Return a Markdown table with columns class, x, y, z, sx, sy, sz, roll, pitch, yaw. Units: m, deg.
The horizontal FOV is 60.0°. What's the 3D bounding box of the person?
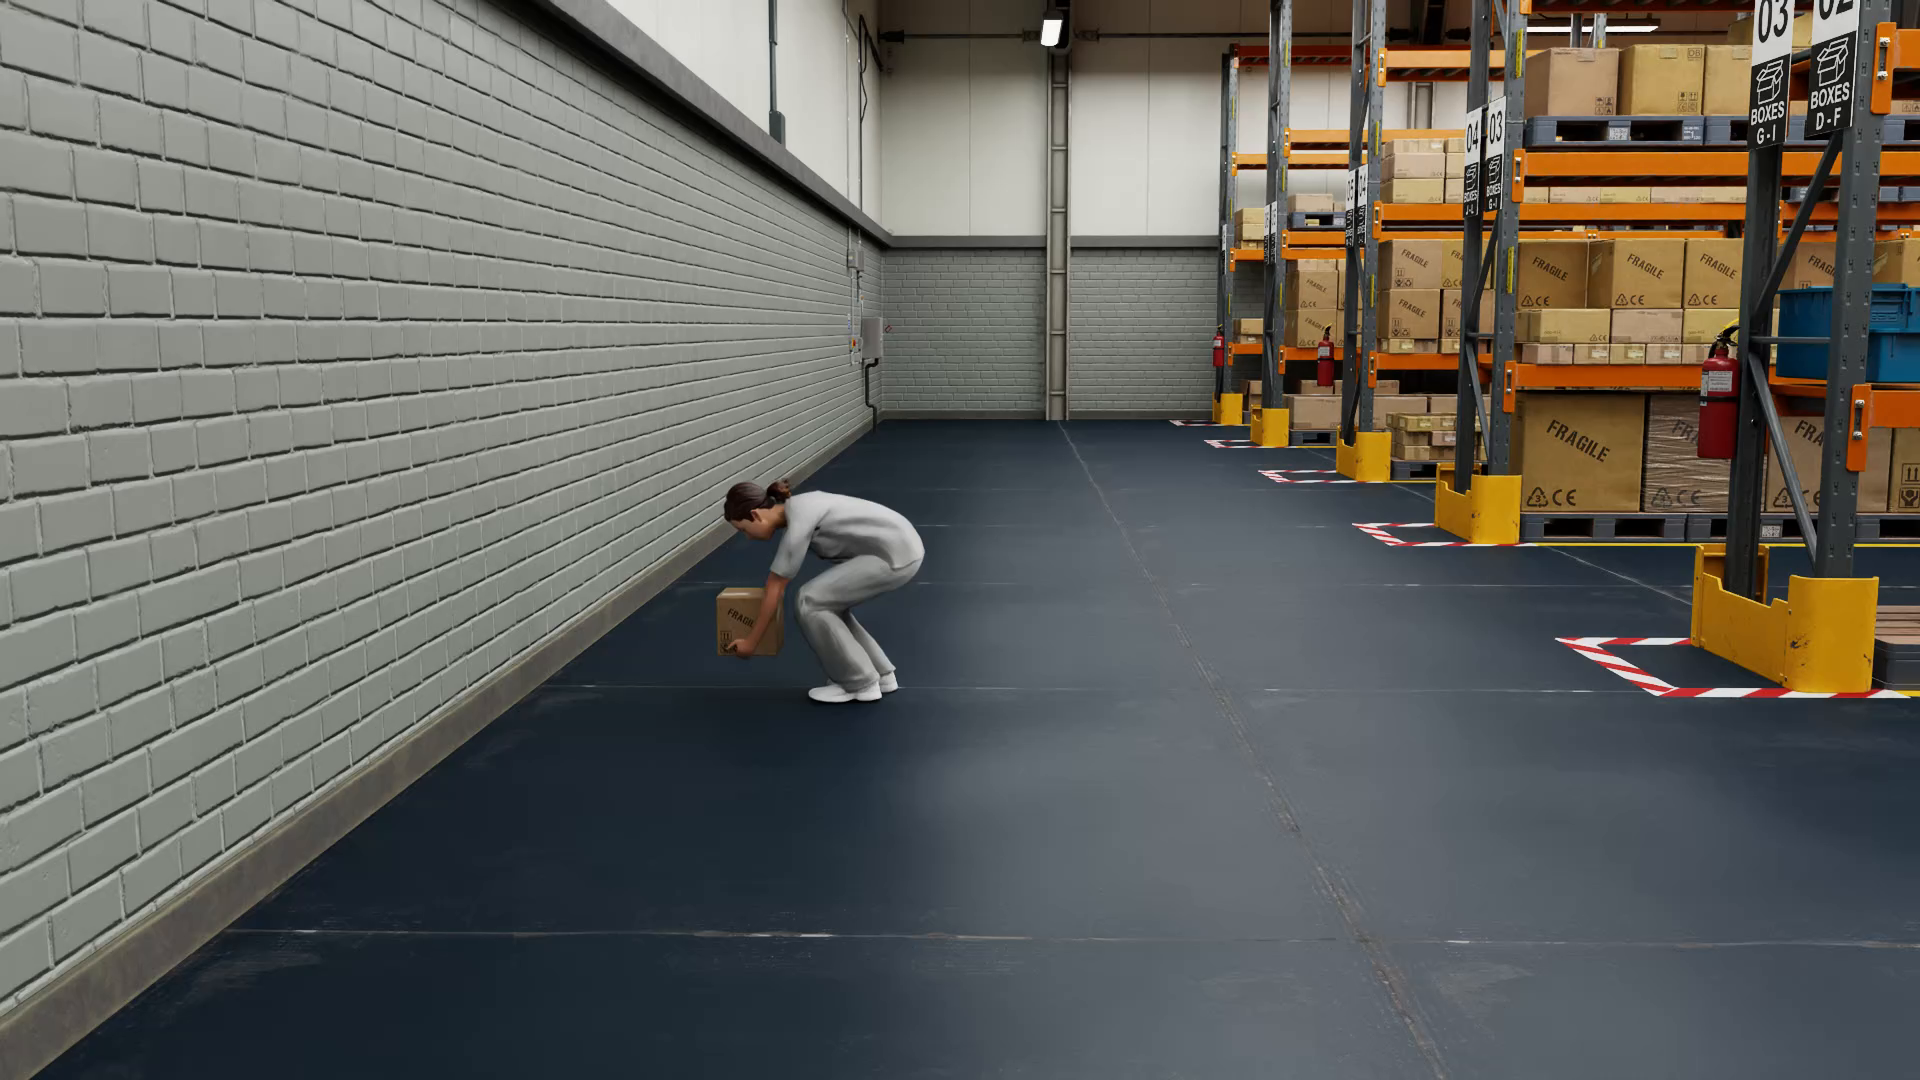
| class | x | y | z | sx | sy | sz | roll | pitch | yaw |
| --- | --- | --- | --- | --- | --- | --- | --- | --- | --- |
| person | -0.572 | 0.204 | 7.068 | 0.848 | 0.946 | 0.460 | 0 | 7 | -1 |
